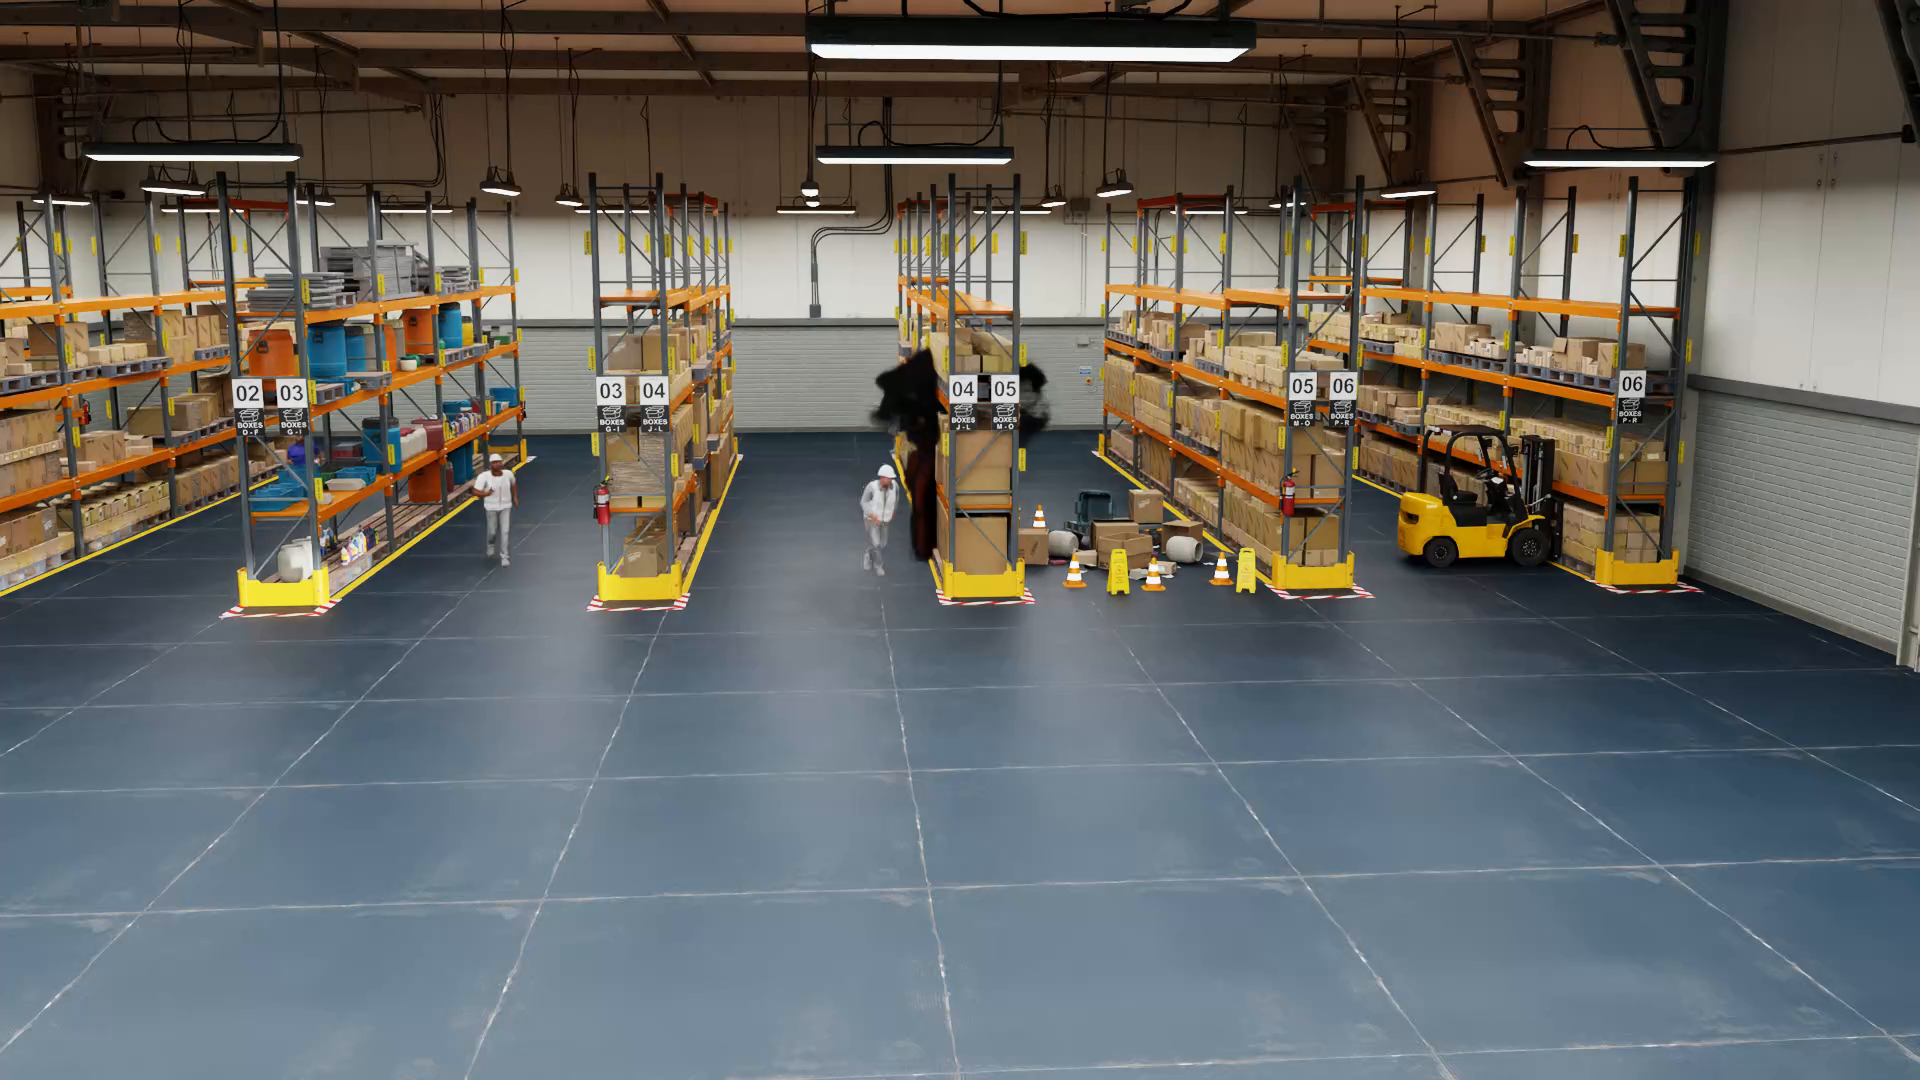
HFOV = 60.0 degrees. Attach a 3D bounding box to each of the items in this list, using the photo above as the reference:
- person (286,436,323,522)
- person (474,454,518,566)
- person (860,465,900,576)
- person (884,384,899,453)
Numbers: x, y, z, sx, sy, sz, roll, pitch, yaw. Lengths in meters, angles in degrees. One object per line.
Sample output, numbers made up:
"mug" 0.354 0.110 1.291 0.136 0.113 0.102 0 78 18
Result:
"person" -12.162 -1.192 30.829 0.581 1.694 0.765 0 10 0
"person" -7.344 -0.507 26.380 0.719 1.751 0.926 -5 11 -26
"person" -1.170 -0.302 24.139 0.647 1.655 0.917 -5 11 -27
"person" -1.508 -3.018 40.837 0.605 1.740 0.685 -8 13 -40
